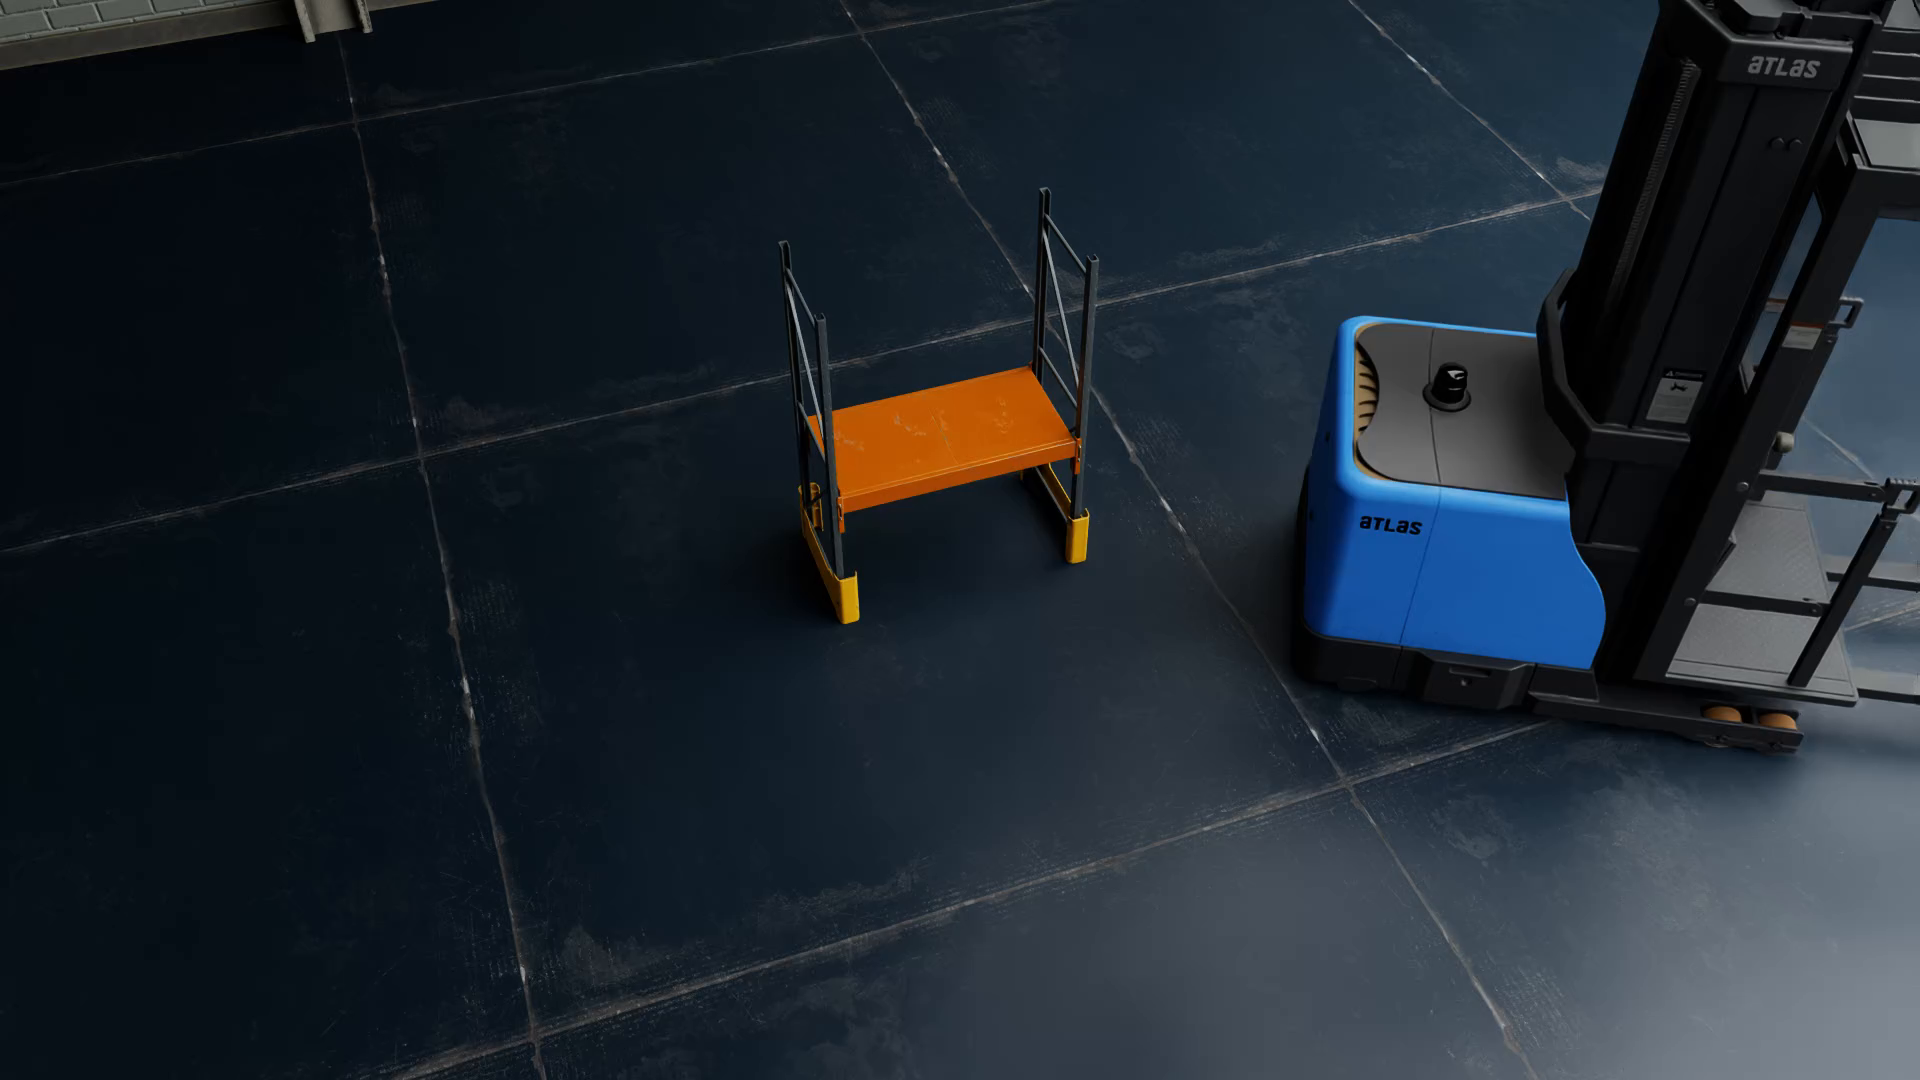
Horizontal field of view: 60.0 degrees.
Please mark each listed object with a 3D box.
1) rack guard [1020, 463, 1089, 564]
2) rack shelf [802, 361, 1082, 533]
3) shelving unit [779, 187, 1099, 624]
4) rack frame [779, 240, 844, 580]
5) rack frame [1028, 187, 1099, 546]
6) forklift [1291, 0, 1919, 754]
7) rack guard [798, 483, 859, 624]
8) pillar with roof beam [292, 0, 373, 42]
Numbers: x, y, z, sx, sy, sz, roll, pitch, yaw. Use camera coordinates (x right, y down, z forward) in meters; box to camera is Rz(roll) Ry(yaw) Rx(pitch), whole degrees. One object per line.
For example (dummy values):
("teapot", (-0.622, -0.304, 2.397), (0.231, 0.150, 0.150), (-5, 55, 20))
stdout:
("rack guard", (0.397, -0.190, 7.072), (0.087, 0.250, 0.587), (-14, 47, -14))
("rack shelf", (-0.080, -0.382, 6.635), (1.000, 0.185, 0.538), (-14, 47, -14))
("shelving unit", (-0.072, -0.511, 6.510), (1.083, 1.500, 0.587), (-14, 47, -14))
("rack frame", (-0.558, -0.387, 6.386), (0.032, 1.500, 0.500), (-14, 47, -14))
("rack frame", (0.398, -0.631, 6.629), (0.032, 1.500, 0.500), (-14, 47, -14))
("forklift", (2.859, -0.637, 5.625), (3.031, 2.935, 1.130), (7, 46, 7))
("rack guard", (-0.540, 0.050, 6.833), (0.087, 0.250, 0.587), (-14, 47, -14))
("pillar with roof beam", (-2.364, -3.467, 4.162), (0.400, 9.000, 9.100), (-14, 47, -14))
